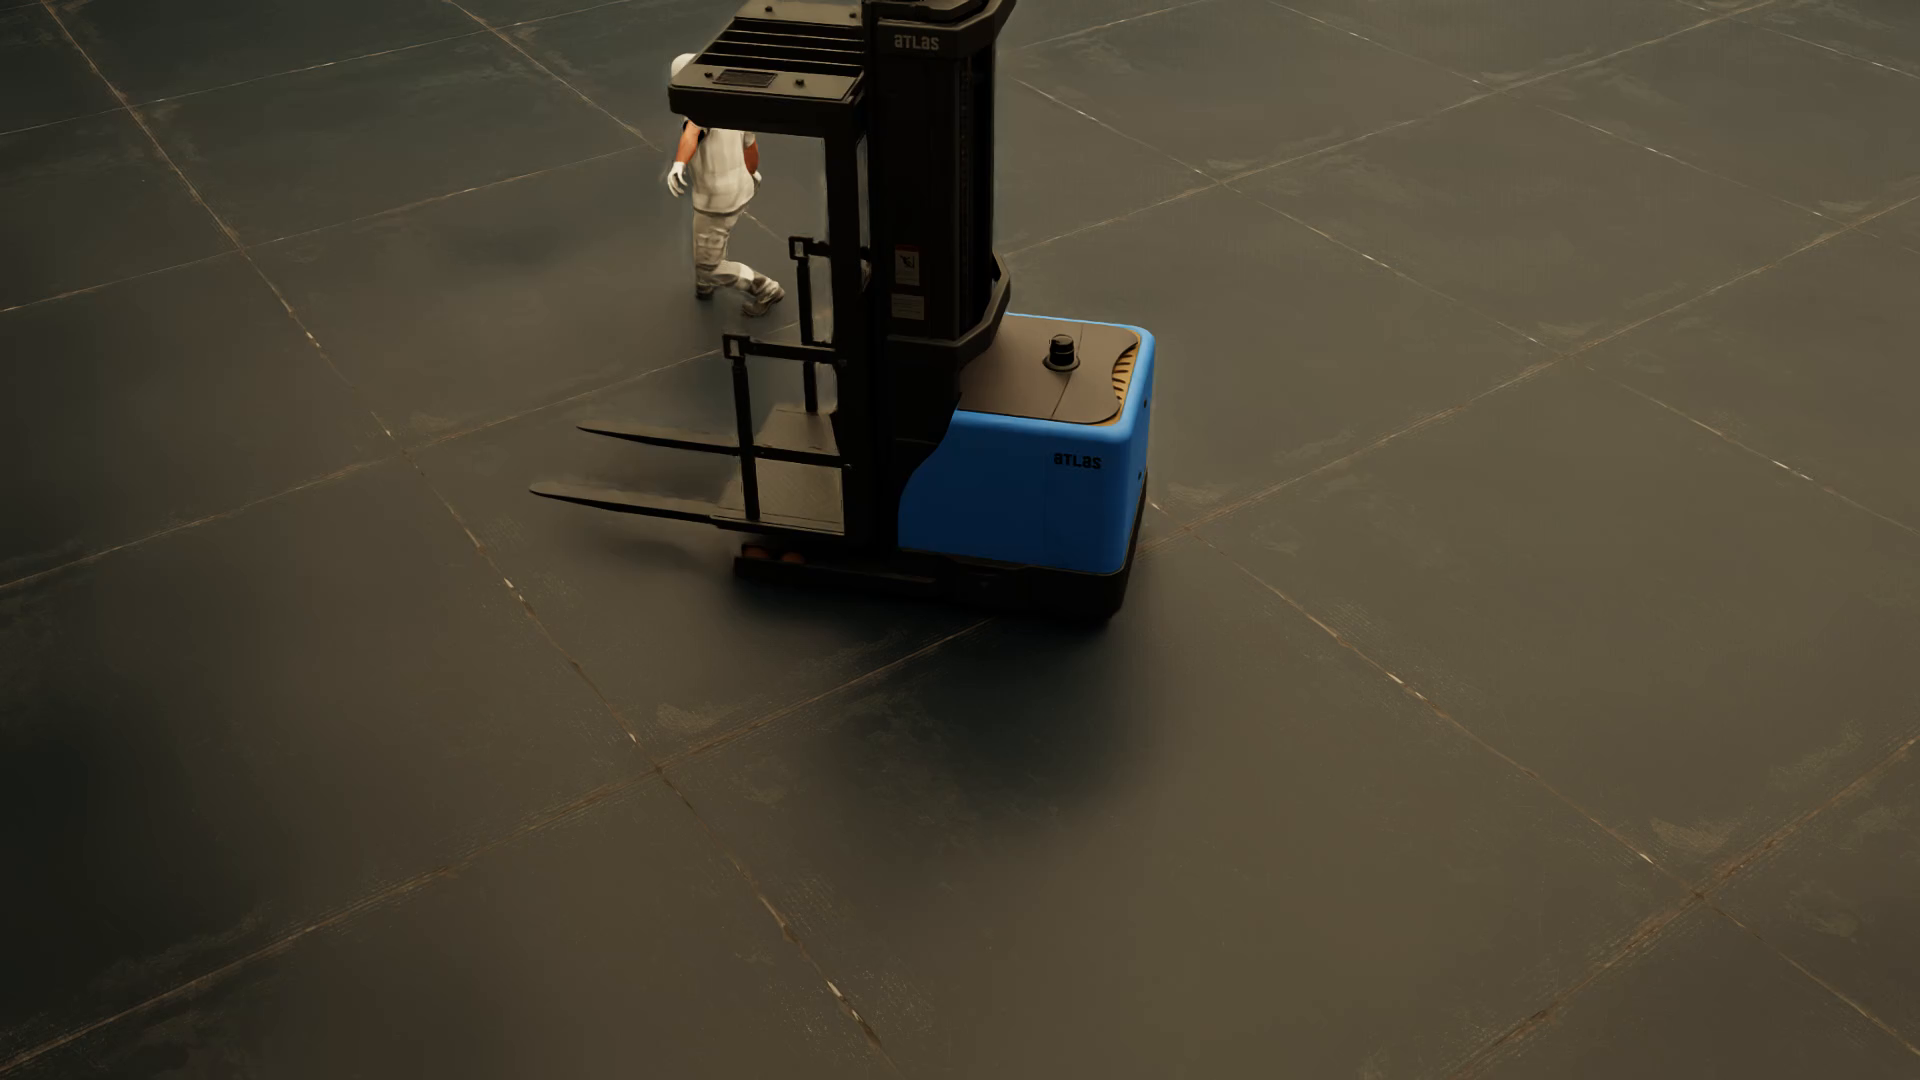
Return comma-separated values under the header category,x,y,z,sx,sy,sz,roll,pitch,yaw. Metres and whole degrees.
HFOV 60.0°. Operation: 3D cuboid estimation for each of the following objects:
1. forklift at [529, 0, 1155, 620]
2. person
category,x,y,z,sx,sy,sz,roll,pitch,yaw
forklift,-0.624,-1.249,7.634,3.031,2.935,1.130,7,37,10
person,-1.498,-1.997,9.795,0.691,1.582,1.224,15,39,19
